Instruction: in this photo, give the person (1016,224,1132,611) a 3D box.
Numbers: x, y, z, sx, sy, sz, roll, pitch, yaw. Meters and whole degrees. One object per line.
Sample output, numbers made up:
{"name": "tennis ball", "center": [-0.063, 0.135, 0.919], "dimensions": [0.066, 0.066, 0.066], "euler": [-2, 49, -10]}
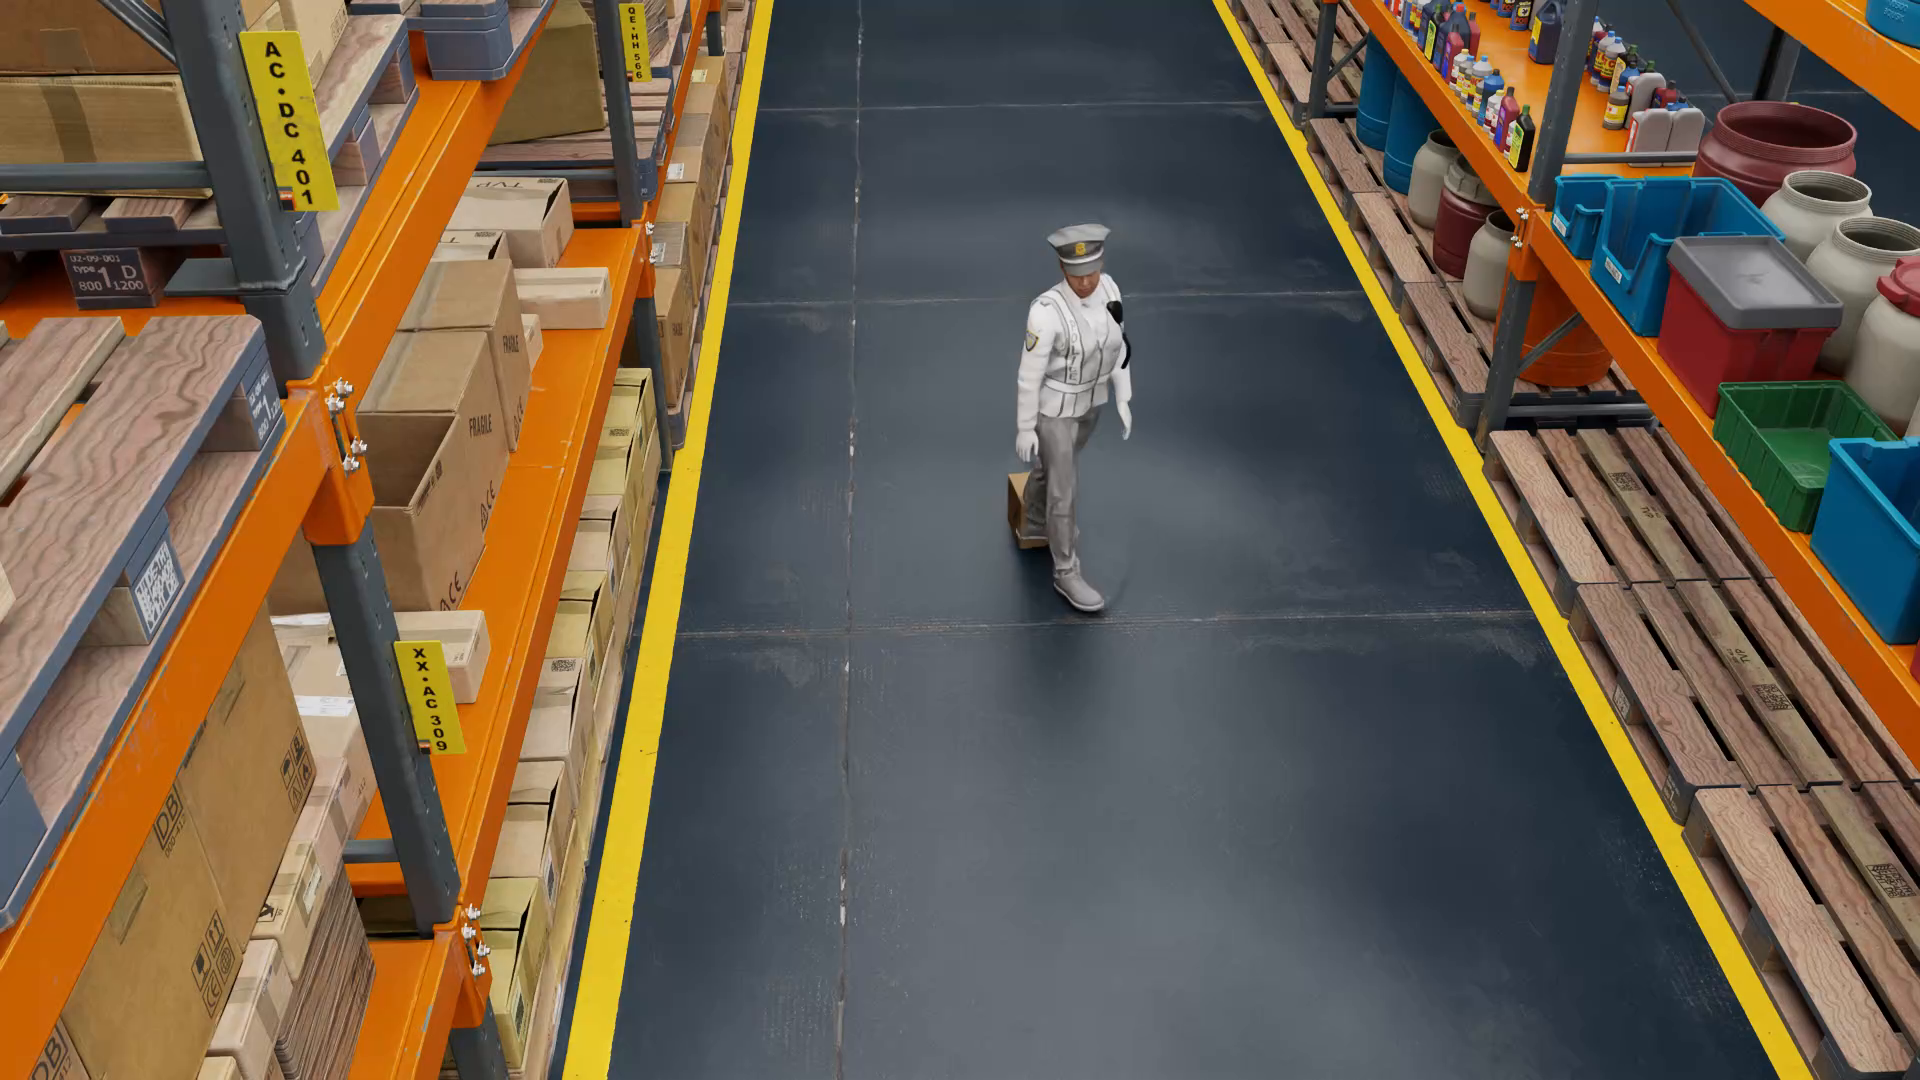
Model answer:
{"name": "person", "center": [0.457, -0.539, 6.870], "dimensions": [0.647, 1.649, 0.526], "euler": [29, 44, 34]}
